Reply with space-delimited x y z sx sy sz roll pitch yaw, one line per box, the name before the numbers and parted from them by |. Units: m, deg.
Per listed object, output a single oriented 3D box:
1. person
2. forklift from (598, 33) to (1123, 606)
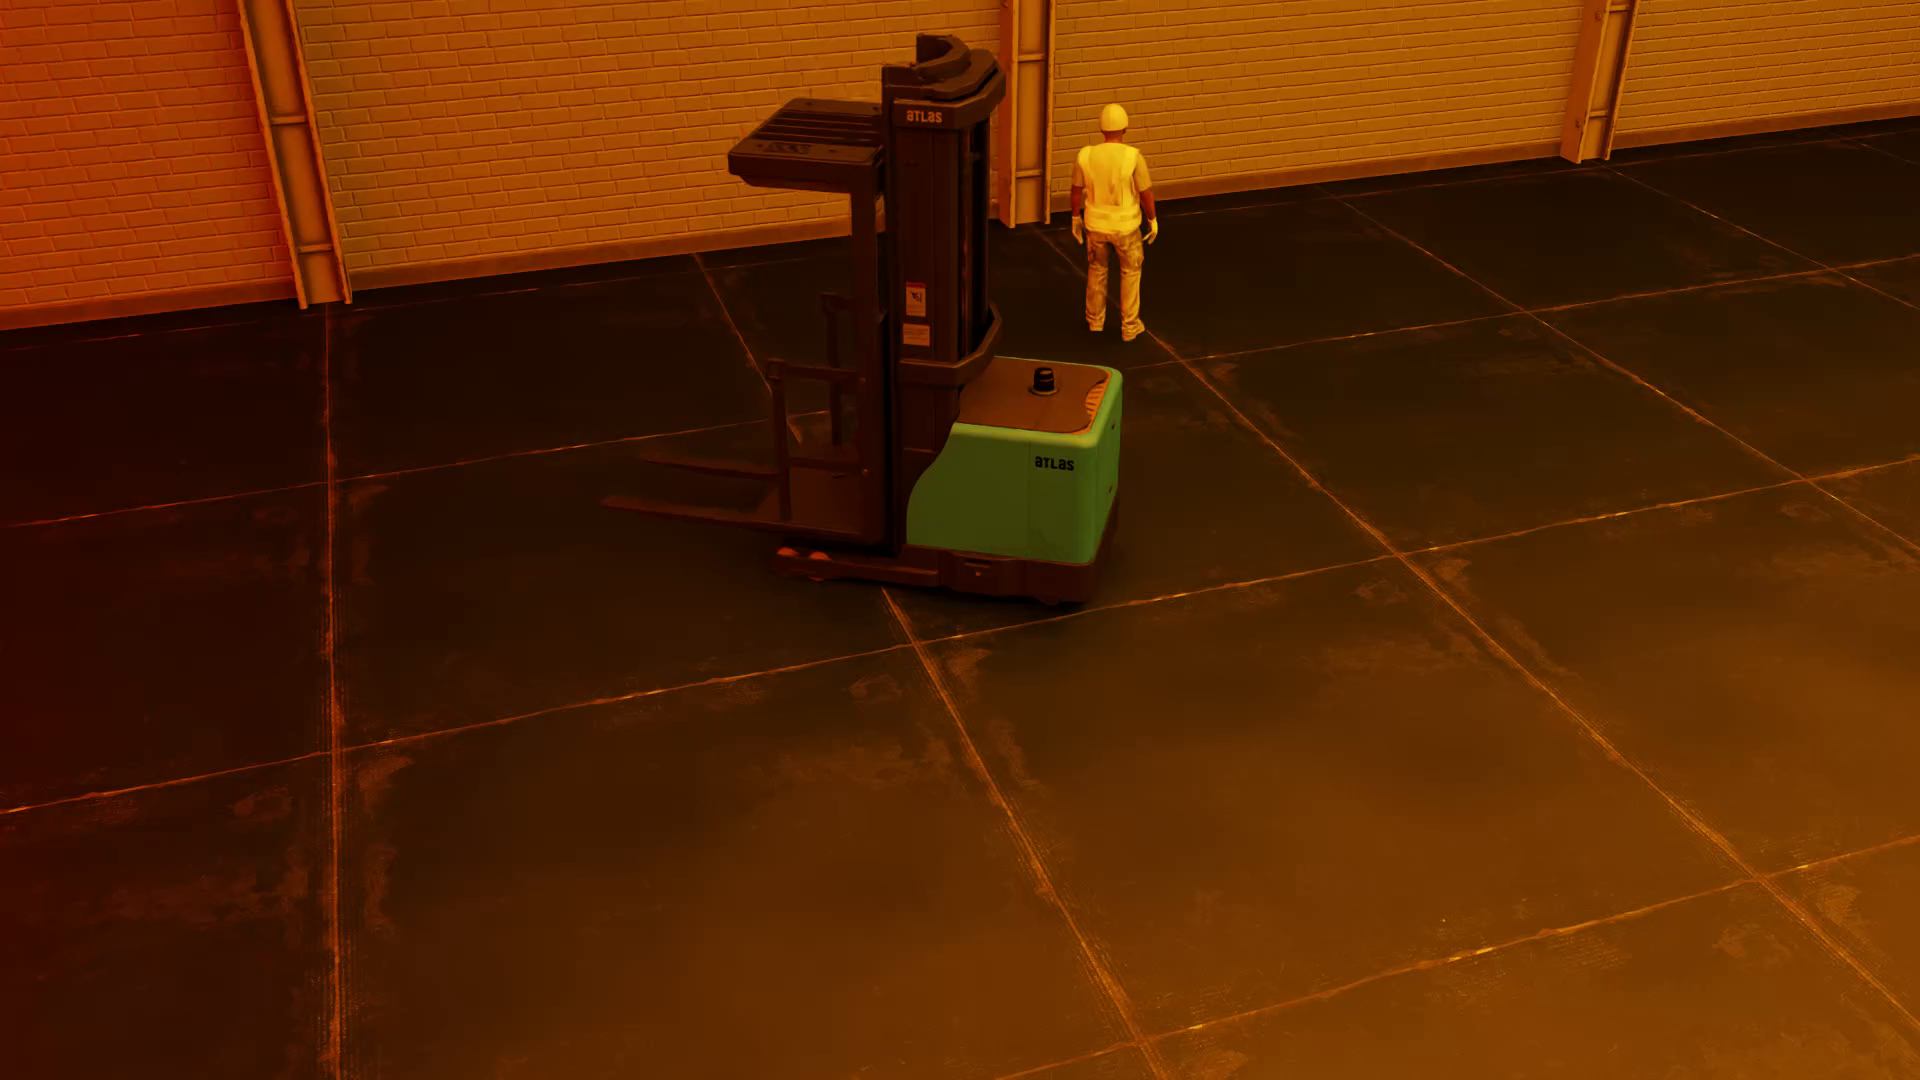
person | 1.158 -2.360 12.360 0.649 1.801 0.501 11 32 19
forklift | -0.621 -1.280 9.311 3.031 2.935 1.130 7 31 12
